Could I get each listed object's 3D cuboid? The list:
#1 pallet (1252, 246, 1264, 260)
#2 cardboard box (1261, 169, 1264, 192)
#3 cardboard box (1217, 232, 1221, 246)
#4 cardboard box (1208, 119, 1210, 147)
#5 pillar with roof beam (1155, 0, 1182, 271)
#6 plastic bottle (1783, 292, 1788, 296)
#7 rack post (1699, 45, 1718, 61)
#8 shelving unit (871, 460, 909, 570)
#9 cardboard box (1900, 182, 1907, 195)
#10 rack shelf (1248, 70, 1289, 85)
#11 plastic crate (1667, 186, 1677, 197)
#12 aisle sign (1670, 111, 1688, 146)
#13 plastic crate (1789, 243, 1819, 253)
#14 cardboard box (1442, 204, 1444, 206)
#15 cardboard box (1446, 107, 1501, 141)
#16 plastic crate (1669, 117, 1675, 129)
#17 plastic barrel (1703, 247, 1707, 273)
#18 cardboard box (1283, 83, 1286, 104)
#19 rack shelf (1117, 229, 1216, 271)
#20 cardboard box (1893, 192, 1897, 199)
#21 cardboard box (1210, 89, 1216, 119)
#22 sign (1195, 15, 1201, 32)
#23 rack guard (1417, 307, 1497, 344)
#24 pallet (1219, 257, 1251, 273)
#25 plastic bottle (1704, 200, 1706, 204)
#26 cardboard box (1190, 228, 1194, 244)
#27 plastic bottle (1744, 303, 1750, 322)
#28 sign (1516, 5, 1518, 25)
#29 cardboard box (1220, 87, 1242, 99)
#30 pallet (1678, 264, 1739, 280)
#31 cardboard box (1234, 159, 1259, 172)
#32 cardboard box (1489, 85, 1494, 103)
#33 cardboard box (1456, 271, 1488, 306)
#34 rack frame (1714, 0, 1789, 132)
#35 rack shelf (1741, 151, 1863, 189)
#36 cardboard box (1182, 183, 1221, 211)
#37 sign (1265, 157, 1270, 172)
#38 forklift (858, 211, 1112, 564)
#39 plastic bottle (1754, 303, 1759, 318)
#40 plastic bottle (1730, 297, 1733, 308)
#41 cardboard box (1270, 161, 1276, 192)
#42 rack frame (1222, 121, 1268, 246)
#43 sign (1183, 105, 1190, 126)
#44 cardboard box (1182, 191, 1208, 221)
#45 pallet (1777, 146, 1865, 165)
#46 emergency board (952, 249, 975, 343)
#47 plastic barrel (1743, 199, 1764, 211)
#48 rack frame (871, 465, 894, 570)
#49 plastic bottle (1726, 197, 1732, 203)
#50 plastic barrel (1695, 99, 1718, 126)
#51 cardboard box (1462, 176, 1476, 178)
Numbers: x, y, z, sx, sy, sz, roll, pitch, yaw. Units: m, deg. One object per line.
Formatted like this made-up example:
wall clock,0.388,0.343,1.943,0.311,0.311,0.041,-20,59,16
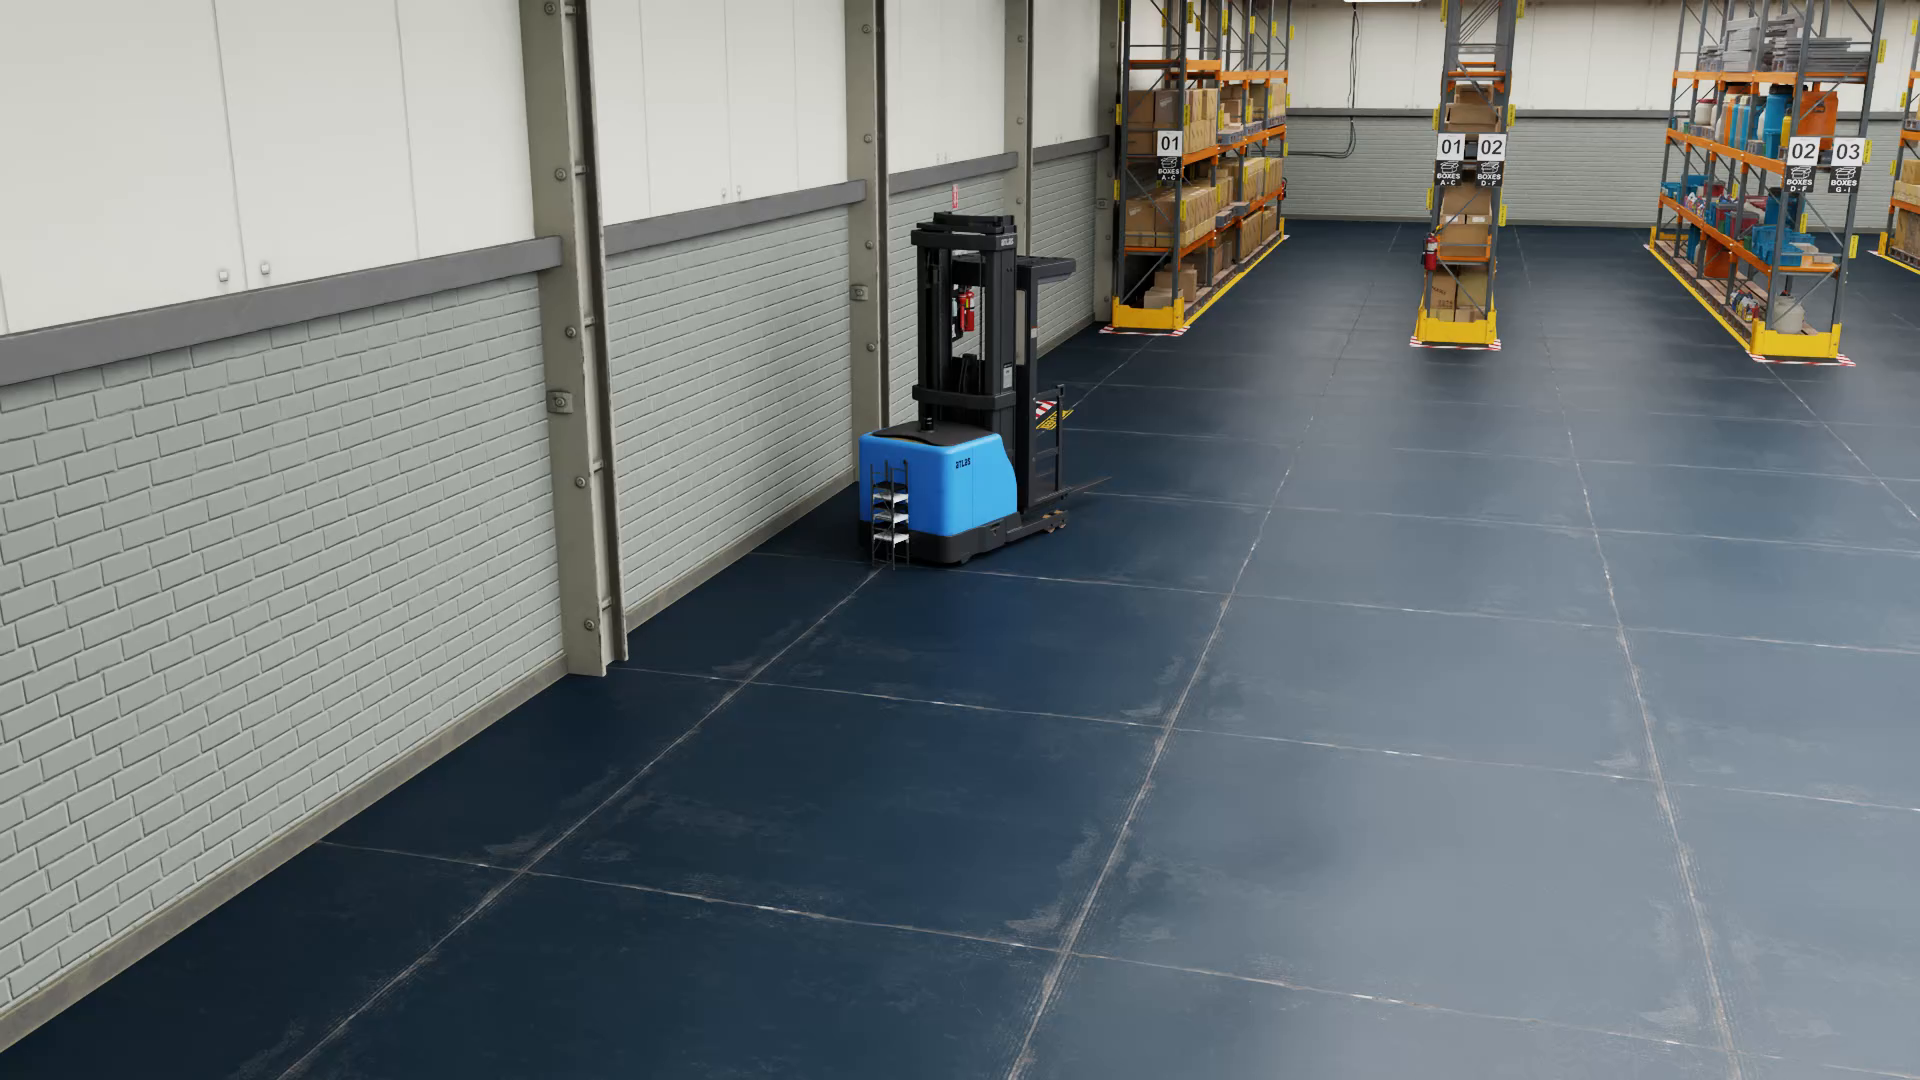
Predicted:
pallet,6.376,-6.584,38.076,1.003,0.211,1.213,5,16,16
cardboard box,6.634,-8.194,37.876,0.500,0.500,0.500,4,16,15
cardboard box,5.010,-6.120,33.730,0.500,0.250,0.500,5,17,17
cardboard box,4.188,-7.259,29.627,0.500,0.500,0.500,3,16,11
pillar with roof beam,8.316,-9.366,31.780,9.100,9.000,0.400,5,16,16
plastic bottle,13.787,-3.968,27.792,0.144,0.351,0.185,4,16,13
rack post,15.753,-9.997,34.142,0.937,0.300,0.954,4,16,15
shelving unit,-0.606,-0.214,14.356,0.258,0.900,0.210,11,19,34
cardboard box,21.371,-7.857,37.184,0.500,0.250,0.500,4,16,15
rack shelf,7.092,-11.004,39.607,1.077,0.370,4.000,5,16,16
plastic crate,16.399,-7.976,38.071,0.416,0.233,0.300,5,16,16
aisle sign,16.894,-9.704,39.202,0.394,0.787,0.004,5,16,16
plastic crate,13.530,-4.701,26.809,0.530,0.136,0.437,5,16,16
cardboard box,8.302,-5.557,27.971,0.380,0.149,0.250,4,16,15
cardboard box,8.031,-6.523,26.037,0.797,0.503,0.637,6,17,20
plastic crate,16.782,-9.713,38.738,0.497,0.269,0.590,5,16,16
plastic barrel,15.083,-5.608,33.313,0.421,0.512,0.421,0,16,0
cardboard box,7.714,-10.949,40.806,0.500,0.500,0.500,5,16,16
rack shelf,3.682,-5.171,29.302,1.077,0.370,4.000,5,16,16
cardboard box,21.490,-7.839,37.852,0.380,0.149,0.250,5,17,17
cardboard box,4.221,-7.725,29.439,0.500,0.500,0.500,6,17,19
sign,4.854,-10.541,33.919,0.100,0.325,0.005,5,16,16
rack guard,7.857,-3.402,26.327,1.175,0.500,0.348,5,16,16
pallet,5.683,-5.946,35.825,1.003,0.211,1.213,5,16,16
plastic bottle,15.107,-6.738,33.721,0.061,0.283,0.133,5,16,16
cardboard box,3.690,-5.171,28.223,0.500,0.250,0.500,4,16,14
plastic bottle,12.729,-3.677,26.888,0.061,0.283,0.133,5,17,17
sign,9.526,-9.019,28.556,0.100,0.325,0.005,5,16,16
cardboard box,6.005,-9.831,36.553,0.500,0.250,0.500,4,16,14
pallet,15.418,-5.505,34.271,1.003,0.211,1.213,5,16,16
cardboard box,6.337,-8.286,36.828,0.500,0.250,0.500,5,17,17
cardboard box,11.654,-9.972,37.399,0.700,0.500,0.500,5,16,16
cardboard box,8.370,-4.105,27.119,0.500,0.500,0.500,5,16,16
rack frame,14.885,-9.205,31.211,1.000,3.000,0.127,5,16,16
rack shelf,13.180,-5.846,26.184,1.077,0.370,4.000,5,16,16
cardboard box,4.593,-6.576,31.949,0.700,0.500,0.500,6,17,22
sign,7.047,-8.613,38.141,0.100,0.325,0.005,5,16,16
forklift,0.365,-1.548,15.336,1.130,2.935,3.031,11,19,34
plastic bottle,12.914,-3.701,26.972,0.061,0.283,0.133,5,16,16
plastic bottle,13.209,-4.062,28.394,0.097,0.201,0.097,0,16,0
cardboard box,7.103,-8.800,40.228,0.980,0.700,0.700,4,16,13
rack frame,6.524,-8.133,38.428,1.000,3.000,0.127,5,16,16
sign,3.634,-6.815,26.682,0.100,0.325,0.005,5,16,16
cardboard box,4.122,-5.929,29.520,0.500,0.500,0.500,4,16,14
pallet,12.941,-5.787,25.003,1.003,0.211,1.213,5,16,16
emergency board,0.039,-3.031,20.438,0.194,1.169,0.643,5,16,16
plastic barrel,14.798,-6.087,31.007,0.421,0.512,0.421,0,16,0
rack frame,-0.666,-0.192,14.276,0.240,0.900,0.006,11,19,34
plastic bottle,15.577,-6.764,33.690,0.144,0.351,0.185,5,16,16
plastic barrel,15.632,-8.957,34.817,0.433,0.535,0.433,0,16,0
cardboard box,8.311,-5.688,27.245,0.700,0.500,0.500,5,16,16
